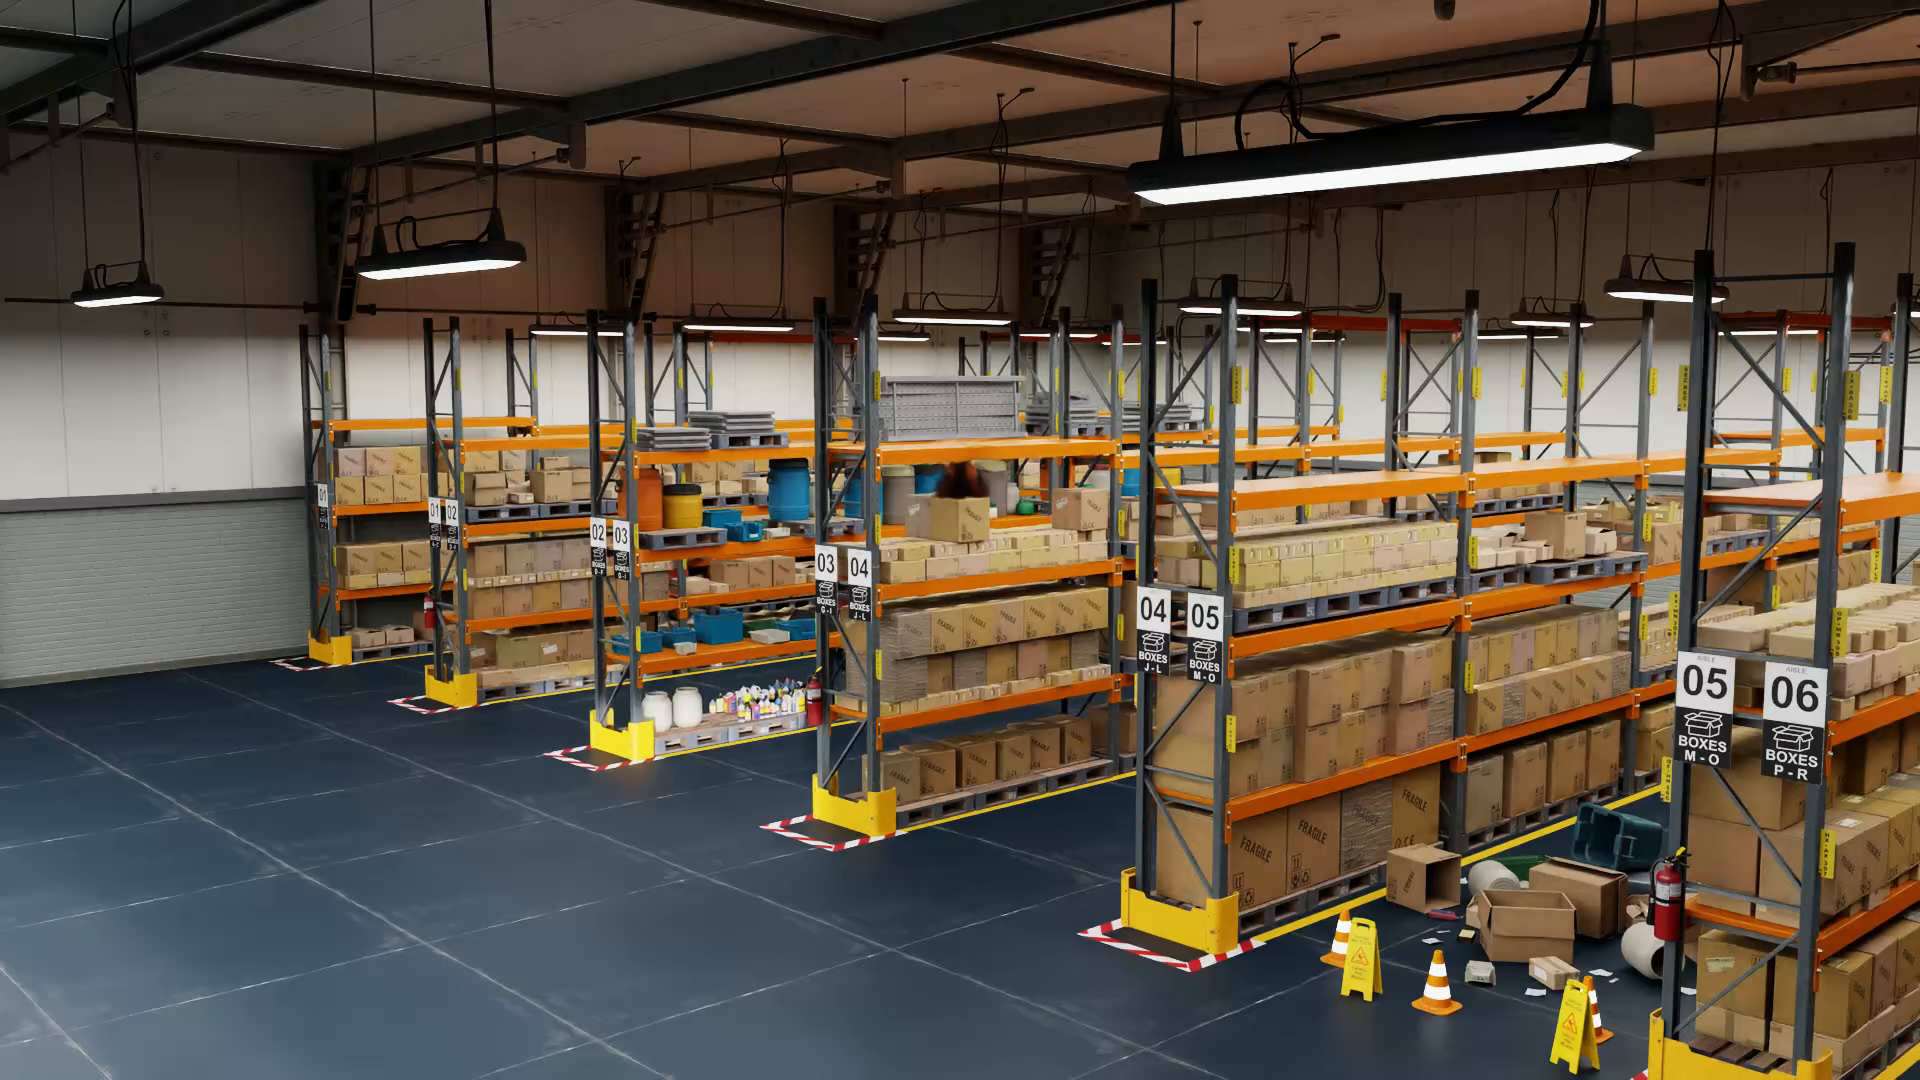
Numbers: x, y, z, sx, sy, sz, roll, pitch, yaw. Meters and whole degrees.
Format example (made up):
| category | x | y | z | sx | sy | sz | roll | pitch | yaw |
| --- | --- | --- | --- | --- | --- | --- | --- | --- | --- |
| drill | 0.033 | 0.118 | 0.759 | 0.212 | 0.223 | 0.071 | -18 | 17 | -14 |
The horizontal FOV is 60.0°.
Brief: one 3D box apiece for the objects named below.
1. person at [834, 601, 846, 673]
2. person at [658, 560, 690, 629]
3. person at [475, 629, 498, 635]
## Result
| category | x | y | z | sx | sy | sz | roll | pitch | yaw |
| --- | --- | --- | --- | --- | --- | --- | --- | --- | --- |
| person | -2.011 | 1.728 | 26.801 | 0.892 | 1.452 | 0.499 | -4 | 7 | -35 |
| person | -5.441 | 1.136 | 31.456 | 1.039 | 1.663 | 0.743 | -4 | 7 | -37 |
| person | -8.240 | 1.447 | 28.565 | 0.616 | 1.834 | 0.421 | 0 | 6 | 3 |
